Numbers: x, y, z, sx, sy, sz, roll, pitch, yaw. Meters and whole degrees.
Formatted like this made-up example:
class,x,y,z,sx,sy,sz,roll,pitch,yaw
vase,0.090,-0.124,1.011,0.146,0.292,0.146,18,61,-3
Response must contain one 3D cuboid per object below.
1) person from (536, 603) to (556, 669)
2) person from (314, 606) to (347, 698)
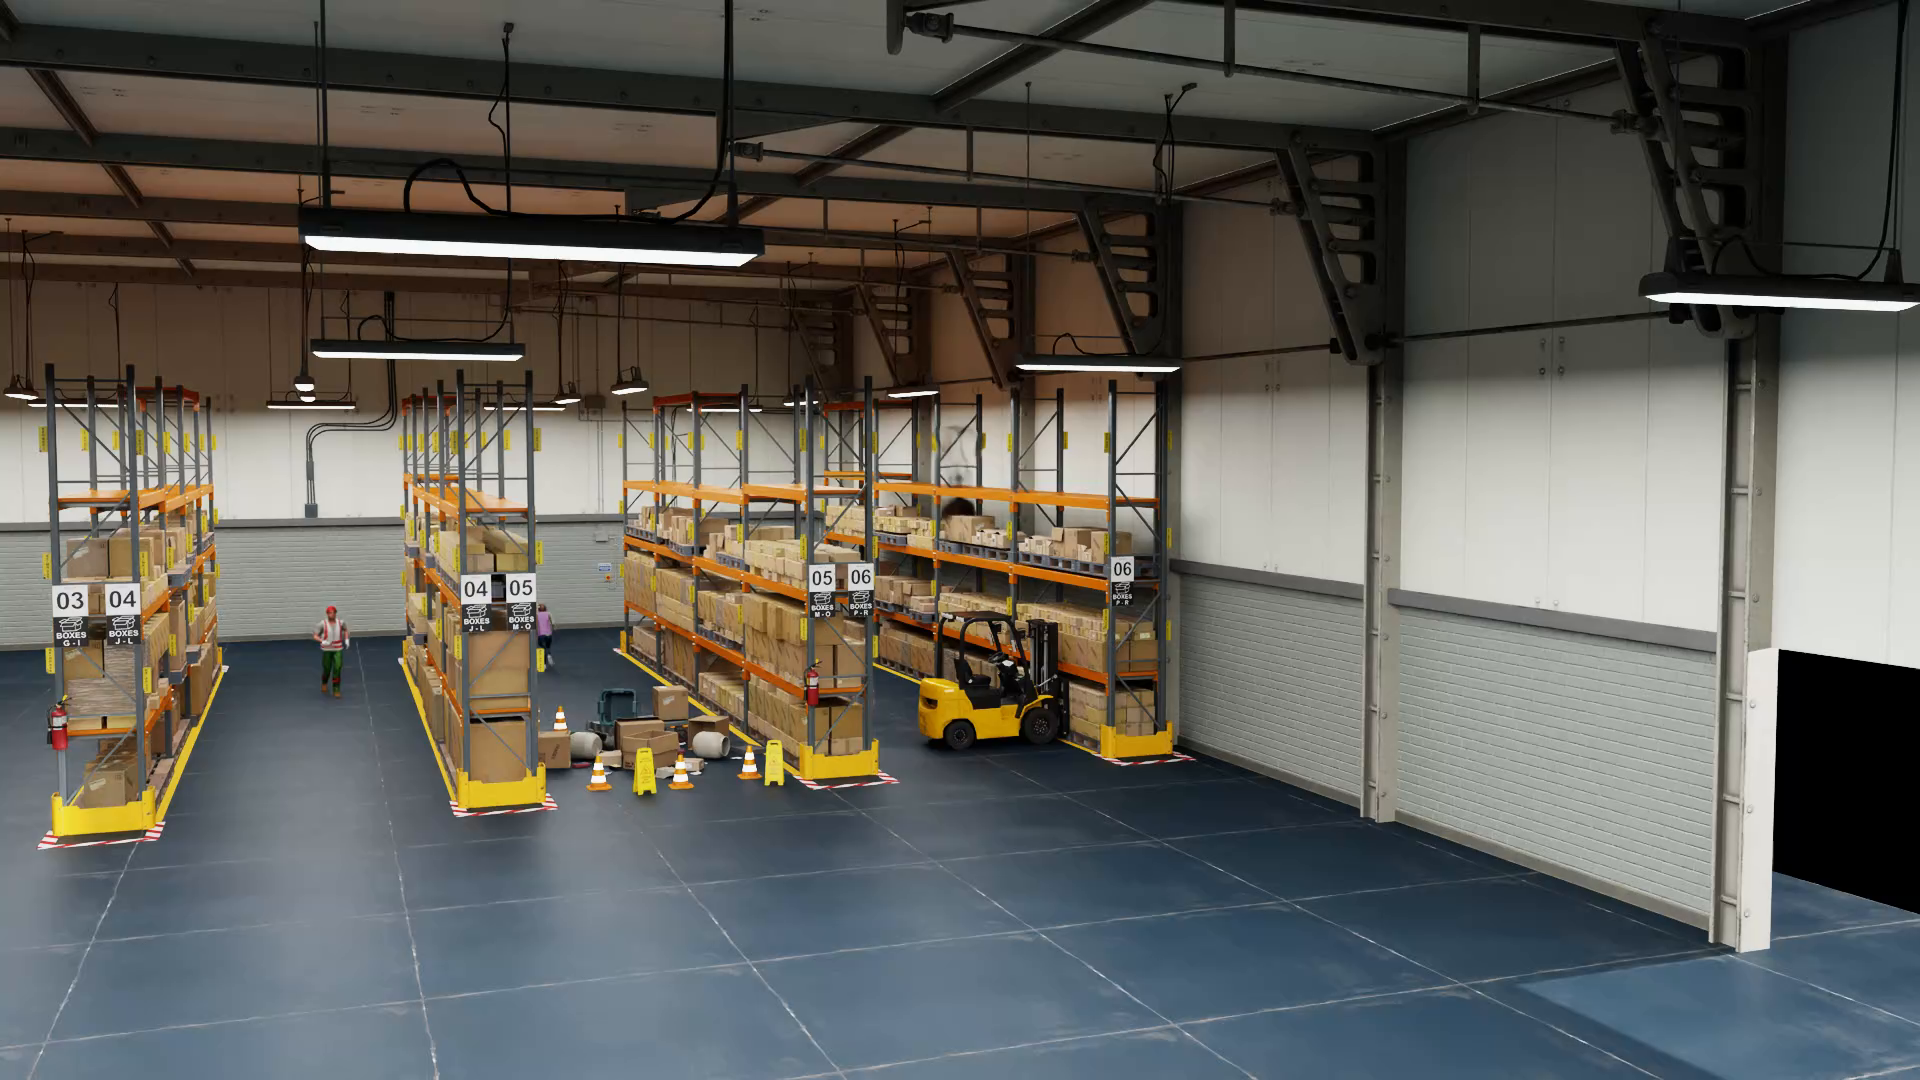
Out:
class,x,y,z,sx,sy,sz,roll,pitch,yaw
person,-9.193,2.152,36.737,0.556,1.445,0.855,-2,4,-25
person,-12.401,2.189,32.818,0.636,1.795,0.865,-2,4,-32
